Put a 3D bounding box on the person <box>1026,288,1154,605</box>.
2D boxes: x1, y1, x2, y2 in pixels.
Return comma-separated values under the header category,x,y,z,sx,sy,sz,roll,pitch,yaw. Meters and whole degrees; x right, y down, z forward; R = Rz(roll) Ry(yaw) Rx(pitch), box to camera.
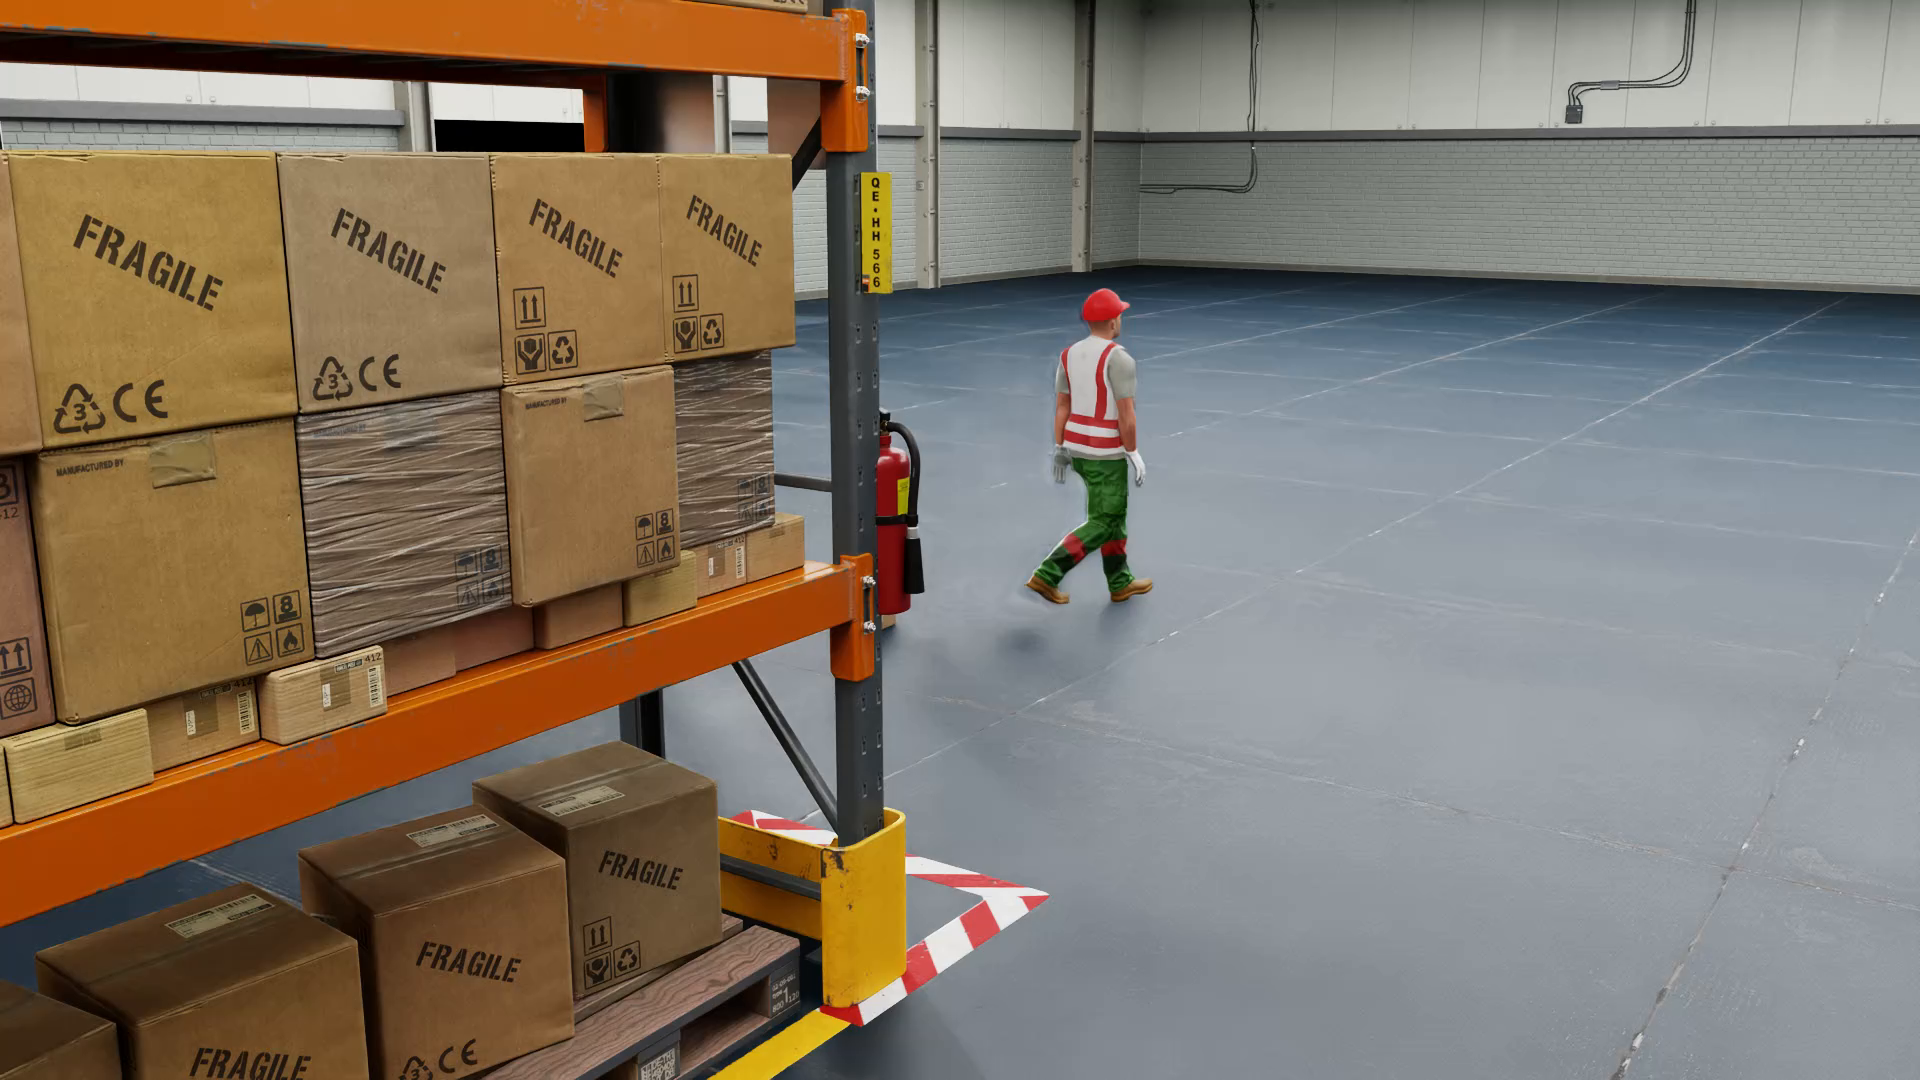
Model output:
category,x,y,z,sx,sy,sz,roll,pitch,yaw
person,0.726,-0.473,9.016,0.990,1.758,0.533,-9,15,-33
